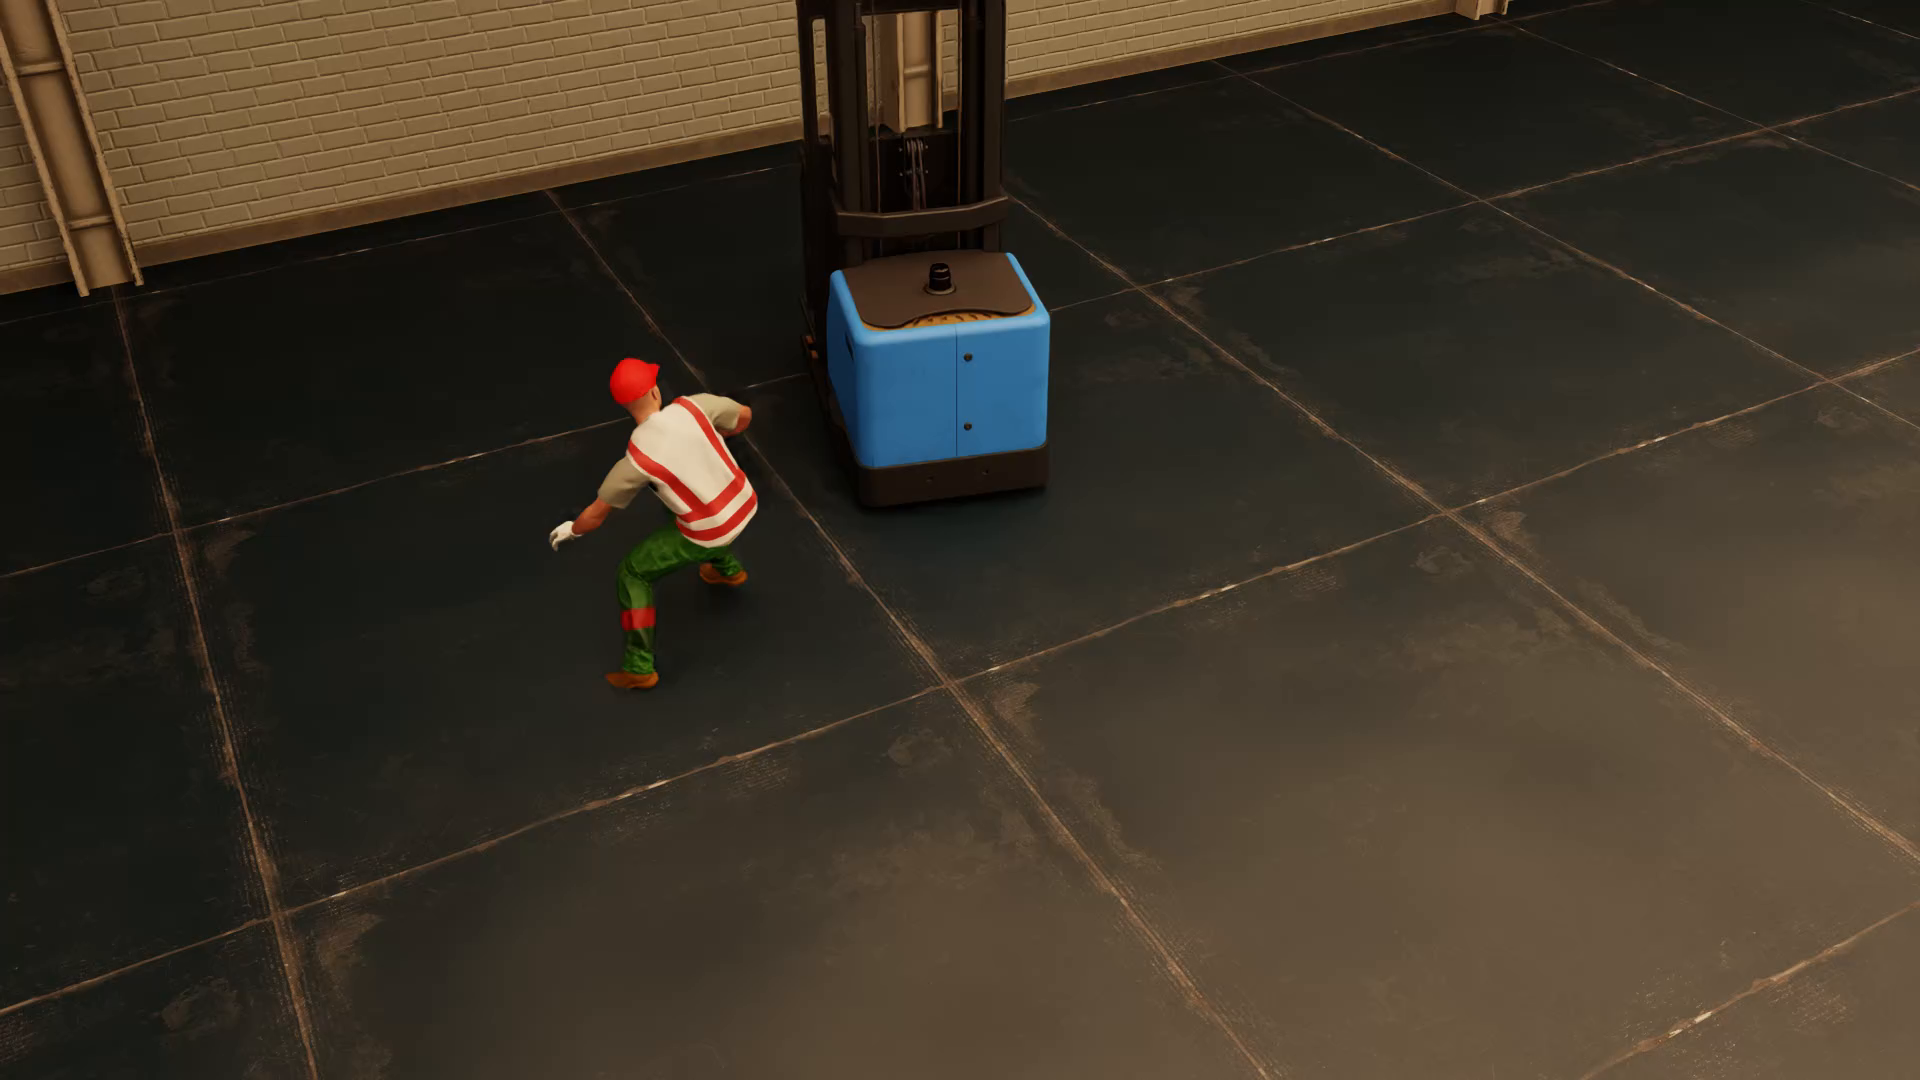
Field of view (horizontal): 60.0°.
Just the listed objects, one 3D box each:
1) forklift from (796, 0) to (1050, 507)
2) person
[{"bbox_3d":[-0.356,-2.219,9.263,1.130,2.935,3.031,-8,36,-11],"label":"forklift"},{"bbox_3d":[-1.372,-0.135,7.596,0.777,1.540,0.898,22,41,28],"label":"person"}]
